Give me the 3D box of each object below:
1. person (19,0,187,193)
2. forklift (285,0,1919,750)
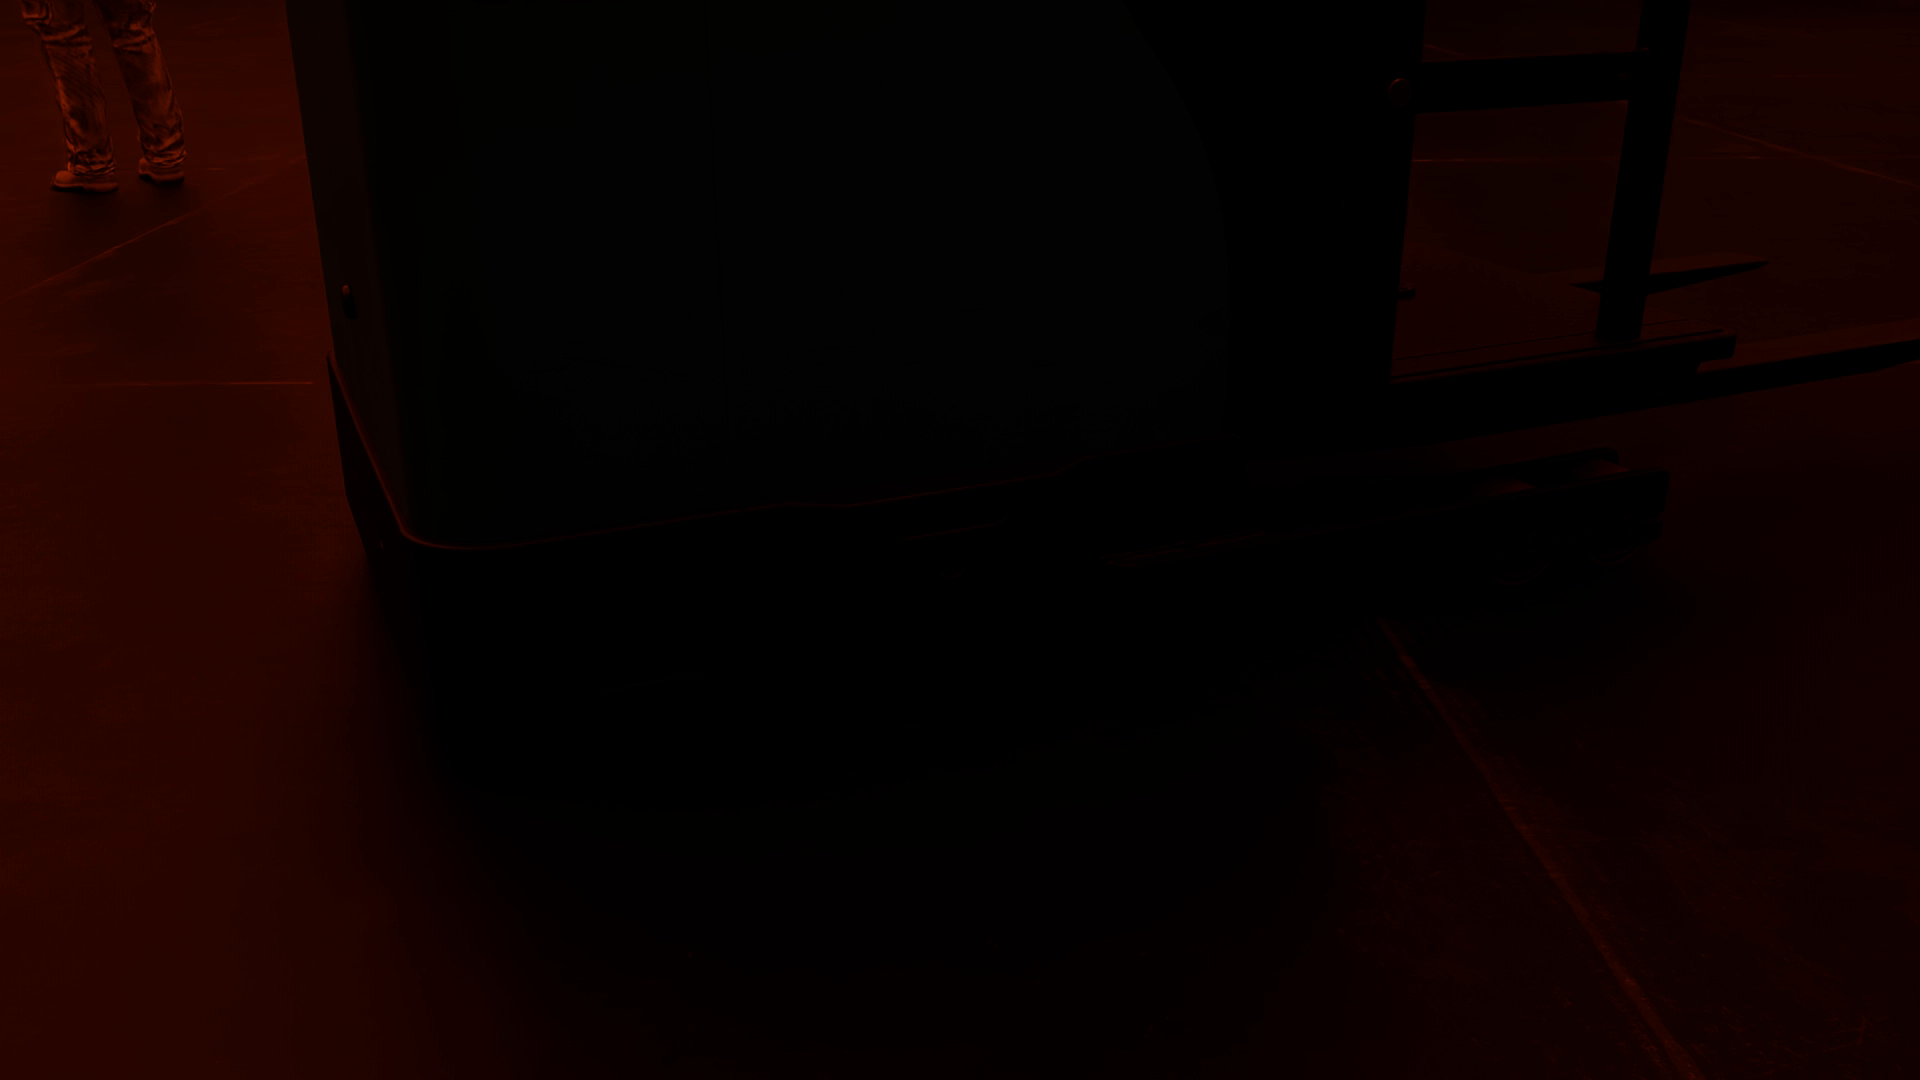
[{"bbox_3d":[-3.018,-2.086,5.607,0.535,1.791,0.652,20,29,41],"label":"person"},{"bbox_3d":[0.552,-1.458,2.439,3.031,2.935,1.130,-10,23,-23],"label":"forklift"}]
